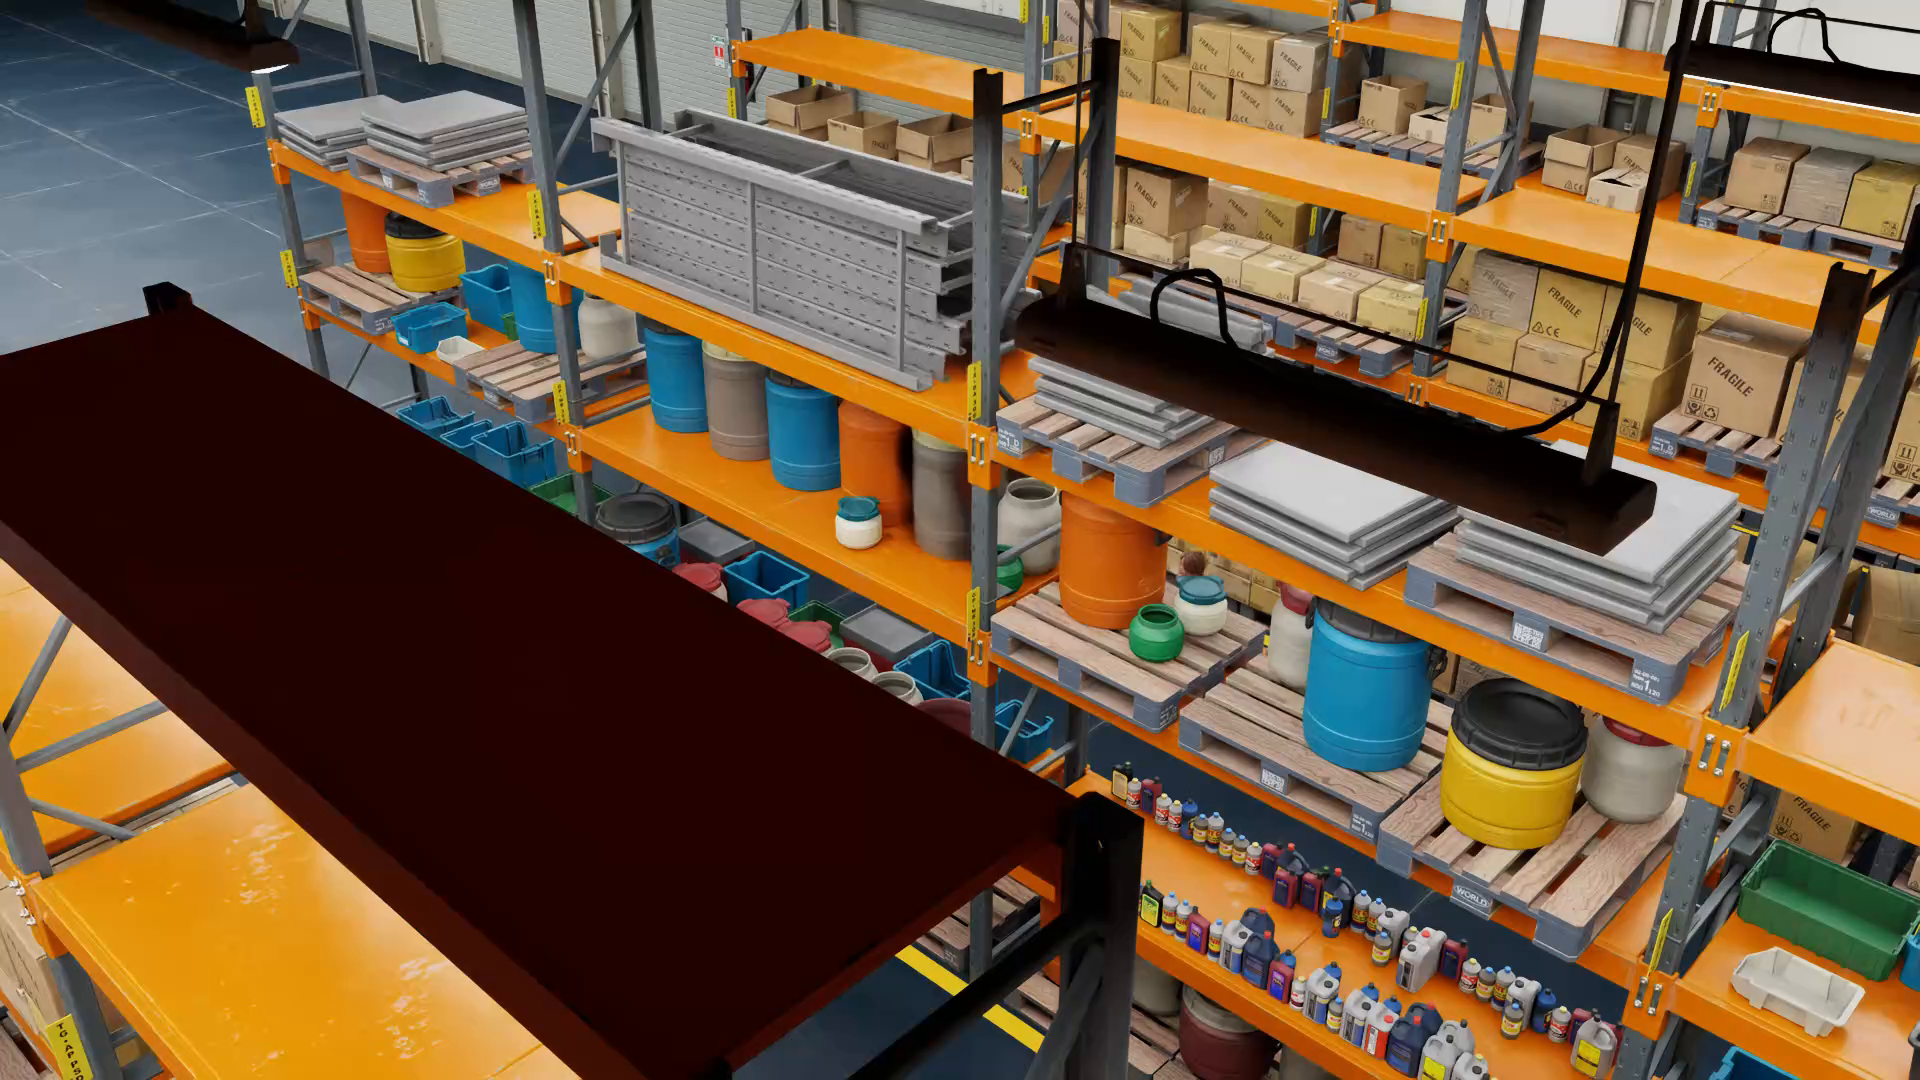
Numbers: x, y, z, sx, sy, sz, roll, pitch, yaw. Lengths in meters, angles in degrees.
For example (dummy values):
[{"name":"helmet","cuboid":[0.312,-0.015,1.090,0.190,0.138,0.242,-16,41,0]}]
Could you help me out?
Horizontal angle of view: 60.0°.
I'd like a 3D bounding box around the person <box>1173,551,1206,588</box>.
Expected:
[{"name":"person","cuboid":[1.728,0.733,13.405,0.822,1.482,0.432,20,35,31]}]
